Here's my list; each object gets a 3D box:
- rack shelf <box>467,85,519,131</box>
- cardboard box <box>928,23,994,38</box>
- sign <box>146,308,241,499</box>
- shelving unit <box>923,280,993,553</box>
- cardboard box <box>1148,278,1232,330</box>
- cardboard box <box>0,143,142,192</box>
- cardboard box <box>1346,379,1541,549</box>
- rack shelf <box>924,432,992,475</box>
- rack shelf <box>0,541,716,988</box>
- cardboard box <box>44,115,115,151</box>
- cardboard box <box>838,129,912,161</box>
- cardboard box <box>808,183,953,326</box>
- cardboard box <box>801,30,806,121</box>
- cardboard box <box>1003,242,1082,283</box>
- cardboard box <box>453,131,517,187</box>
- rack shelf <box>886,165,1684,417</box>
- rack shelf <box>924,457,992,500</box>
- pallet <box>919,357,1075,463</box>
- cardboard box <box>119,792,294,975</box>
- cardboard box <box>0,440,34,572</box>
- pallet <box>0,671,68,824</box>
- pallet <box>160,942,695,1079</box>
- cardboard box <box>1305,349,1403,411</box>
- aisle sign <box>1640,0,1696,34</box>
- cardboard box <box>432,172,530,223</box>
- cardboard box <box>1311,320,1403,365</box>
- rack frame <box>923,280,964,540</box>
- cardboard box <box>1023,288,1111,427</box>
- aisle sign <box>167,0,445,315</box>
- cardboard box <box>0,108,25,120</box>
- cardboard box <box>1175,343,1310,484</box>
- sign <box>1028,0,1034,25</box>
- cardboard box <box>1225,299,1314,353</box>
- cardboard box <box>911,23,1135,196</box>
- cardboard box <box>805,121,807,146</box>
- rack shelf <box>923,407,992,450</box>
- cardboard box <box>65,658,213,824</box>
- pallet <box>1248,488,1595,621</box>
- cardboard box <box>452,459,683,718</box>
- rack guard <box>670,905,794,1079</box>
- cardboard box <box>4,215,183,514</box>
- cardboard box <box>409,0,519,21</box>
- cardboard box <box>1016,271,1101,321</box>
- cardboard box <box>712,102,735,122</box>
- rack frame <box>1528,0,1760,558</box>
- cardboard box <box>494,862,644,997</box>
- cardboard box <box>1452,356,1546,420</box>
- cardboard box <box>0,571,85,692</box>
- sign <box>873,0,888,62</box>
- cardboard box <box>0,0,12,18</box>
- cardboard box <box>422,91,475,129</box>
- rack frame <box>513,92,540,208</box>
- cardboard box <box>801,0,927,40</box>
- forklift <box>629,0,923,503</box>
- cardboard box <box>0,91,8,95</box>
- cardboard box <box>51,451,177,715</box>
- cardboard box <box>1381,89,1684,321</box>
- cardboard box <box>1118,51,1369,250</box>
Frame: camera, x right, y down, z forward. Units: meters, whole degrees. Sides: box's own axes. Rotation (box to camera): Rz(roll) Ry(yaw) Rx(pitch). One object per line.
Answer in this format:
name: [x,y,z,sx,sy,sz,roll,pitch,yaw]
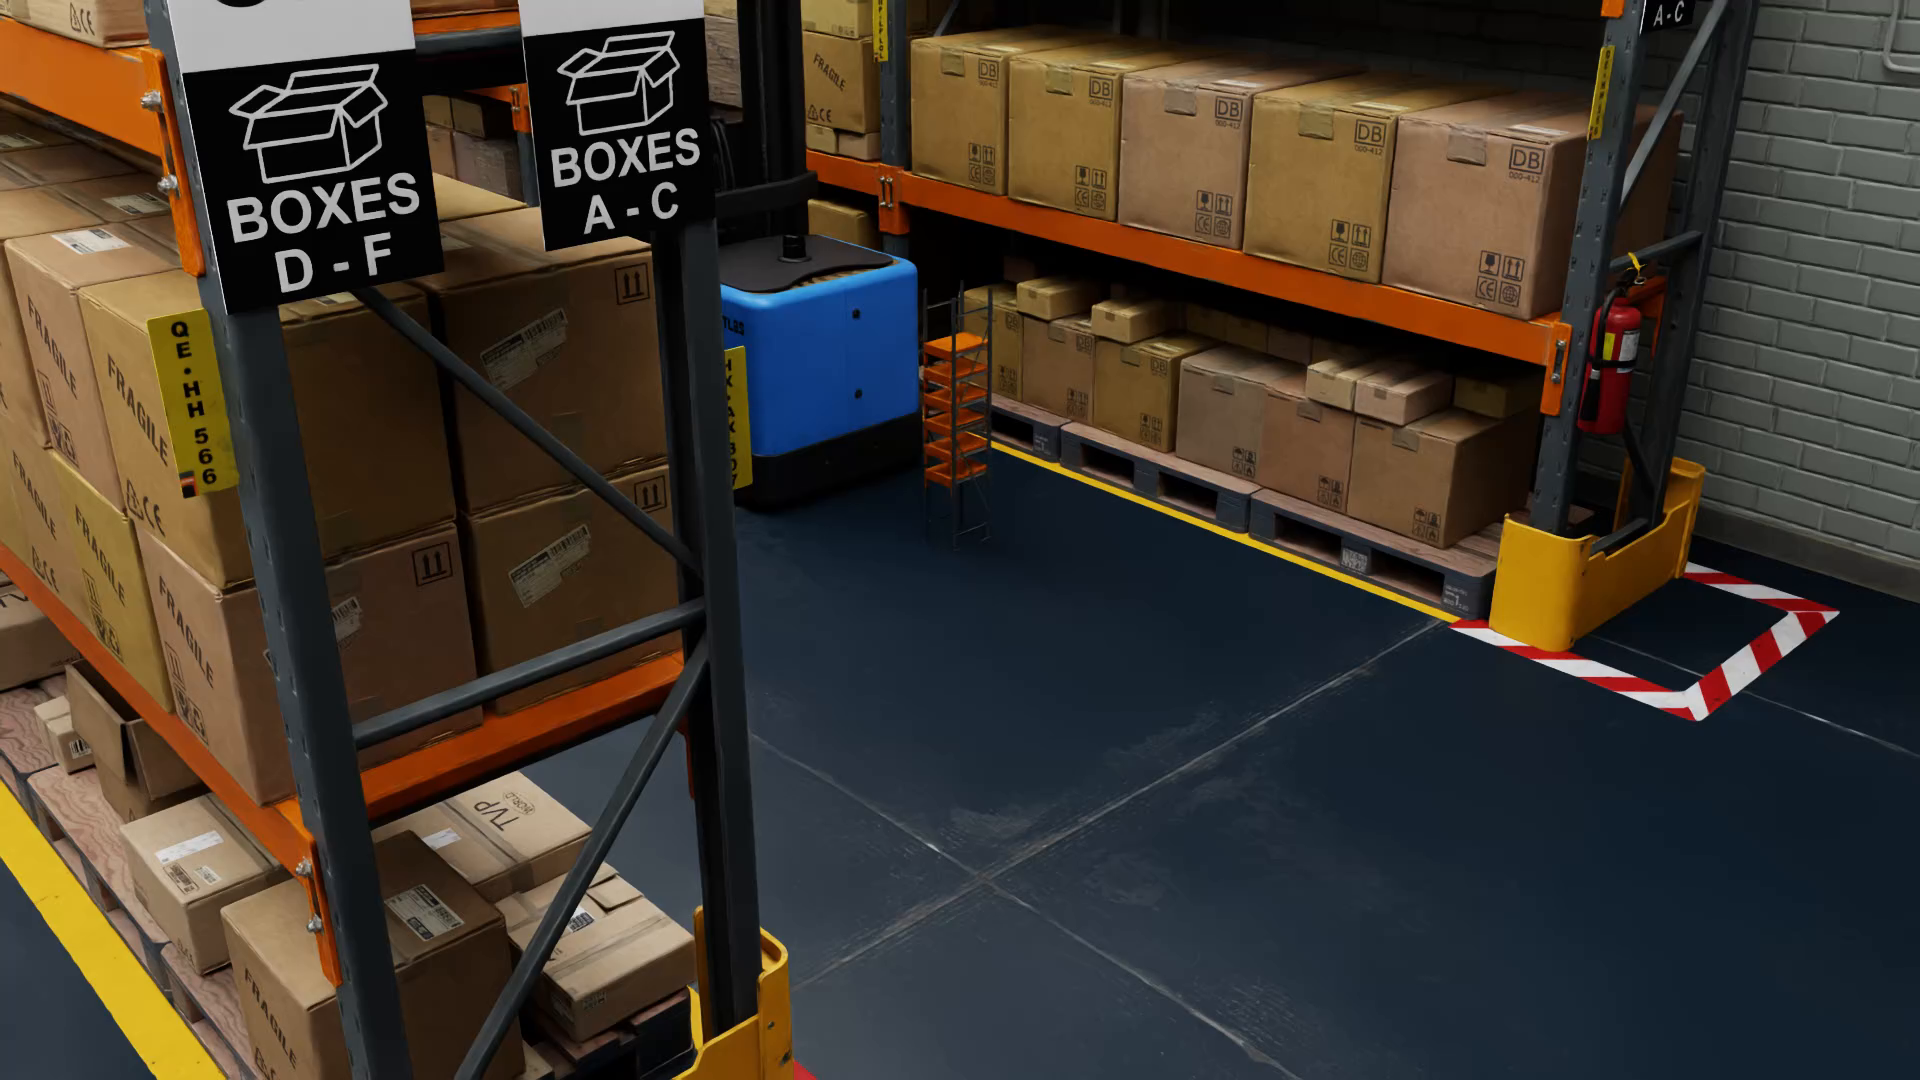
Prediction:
rack shelf: [-4.124,-3.823,13.383,1.077,0.370,4.000,-21,32,-38]
cardboard box: [-0.154,-2.733,9.625,0.500,0.500,0.500,22,33,40]
sign: [-1.322,-0.234,2.872,0.100,0.325,0.005,-21,32,-38]
shelving unit: [-0.010,-0.550,7.511,0.258,1.200,0.189,-21,32,-38]
cardboard box: [1.173,-1.211,8.514,0.380,0.149,0.250,-21,32,-38]
cardboard box: [-2.463,-0.736,4.424,0.500,0.500,0.500,-20,31,-37]
cardboard box: [2.159,-0.358,7.427,0.700,0.500,0.500,-21,32,-38]
rack shelf: [-0.010,-0.401,7.579,0.258,0.103,0.180,-21,32,-38]
rack shelf: [-2.270,0.007,4.987,1.077,0.370,4.000,-21,32,-38]
cardboard box: [-2.406,-1.040,5.090,0.500,0.500,0.500,-21,32,-38]
cardboard box: [-0.461,-2.250,9.346,0.380,0.149,0.250,-21,32,-38]
cardboard box: [-0.563,-1.706,9.959,0.750,0.750,0.750,-21,32,-38]
cardboard box: [-0.879,-2.743,9.645,0.500,0.500,0.500,-21,32,-38]
cardboard box: [0.459,-1.526,9.206,0.380,0.149,0.250,-21,32,-39]
cardboard box: [-3.555,-3.000,13.193,0.700,0.500,0.500,-21,32,-39]
rack shelf: [1.343,-1.399,8.070,1.077,0.370,4.000,-21,32,-38]
rack shelf: [-0.010,-0.291,7.629,0.258,0.103,0.180,-21,32,-38]
pallet: [0.439,-0.811,9.274,1.003,0.211,1.213,-21,32,-38]
cardboard box: [-2.082,0.945,4.847,0.500,0.250,0.500,-21,32,-38]
cardboard box: [-2.446,-0.280,4.629,0.500,0.500,0.500,-22,32,-39]
pallet: [-3.168,0.551,6.288,1.003,0.211,1.213,-21,32,-38]
pallet: [-1.500,1.290,4.668,1.003,0.211,1.213,-21,32,-38]
cardboard box: [1.763,-0.718,7.434,0.380,0.149,0.250,-20,31,-37]
aisle sign: [2.541,-2.197,5.819,0.394,0.787,0.004,-21,32,-38]
cardboard box: [-1.377,-0.580,4.083,0.500,0.500,0.500,-21,32,-38]
cardboard box: [1.873,-0.901,7.836,0.380,0.149,0.250,-21,32,-38]
rack frame: [-0.072,-0.578,7.571,0.240,1.200,0.006,-21,32,-38]
cardboard box: [0.754,-0.978,8.785,0.700,0.500,0.500,-22,32,-39]
aisle sign: [-1.080,-0.790,2.734,0.394,0.787,0.004,-21,32,-38]
cardboard box: [-3.167,-1.048,5.108,0.500,0.500,0.500,-22,33,-40]
cardboard box: [1.473,-0.662,8.093,0.500,0.500,0.700,23,33,40]
sign: [0.381,-2.920,9.399,0.100,0.325,0.005,-21,32,-38]
cardboard box: [1.523,-1.056,8.175,0.380,0.149,0.250,-21,32,-38]
cardboard box: [0.335,-2.300,8.816,0.980,0.700,0.700,-21,32,-38]
cardboard box: [-0.795,-2.411,9.699,0.380,0.149,0.250,-20,31,-37]
rack shelf: [-0.010,-0.510,7.529,0.258,0.103,0.180,-21,32,-38]
cardboard box: [-2.349,0.577,5.349,0.797,0.503,0.637,-21,32,-38]
pallet: [2.107,-0.072,7.654,1.003,0.211,1.213,-21,32,-38]
cardboard box: [-1.014,0.031,3.948,0.500,0.500,0.500,-20,32,-37]
rack guard: [-0.955,1.400,4.079,1.175,0.500,0.348,-21,32,-38]
cardboard box: [-1.754,-0.424,3.741,0.500,0.500,0.500,-20,31,-37]
cardboard box: [-1.068,-1.239,3.418,0.500,0.250,0.500,-21,32,-38]
cardboard box: [0.514,-1.270,8.645,0.380,0.149,0.250,-20,31,-37]
cardboard box: [-1.298,-2.647,10.217,0.380,0.149,0.250,-22,33,-40]
rack frame: [2.710,-1.121,6.593,1.000,3.000,0.127,-21,32,-38]
cardboard box: [-1.109,1.074,4.664,0.380,0.166,0.250,-21,32,-38]
cardboard box: [2.390,-0.672,7.334,0.380,0.149,0.250,-21,32,-38]
cardboard box: [-3.508,0.285,6.220,0.500,0.311,0.500,-21,32,-38]
sign: [-0.413,-2.666,8.681,0.100,0.325,0.005,-21,32,-38]
cardboard box: [-1.780,-1.246,3.434,0.500,0.250,0.500,-21,32,-38]
cardboard box: [-3.987,-3.497,13.379,0.500,0.250,0.500,-21,32,-39]
rack frame: [-2.757,-3.544,11.906,1.000,3.000,0.127,-21,32,-38]
cardboard box: [-0.529,-2.933,9.158,0.500,0.250,0.500,-20,31,-37]
forklift: [-1.561,-2.034,8.678,1.130,2.935,3.031,-21,32,-38]
cardboard box: [-3.102,-1.347,5.763,0.500,0.500,0.500,-21,32,-38]
cardboard box: [-1.765,0.026,3.960,0.500,0.500,0.500,-21,32,-38]
cardboard box: [2.355,-1.409,6.863,0.980,0.700,0.700,-20,31,-36]
cardboard box: [1.335,-1.860,7.851,0.700,0.700,0.980,22,32,39]
